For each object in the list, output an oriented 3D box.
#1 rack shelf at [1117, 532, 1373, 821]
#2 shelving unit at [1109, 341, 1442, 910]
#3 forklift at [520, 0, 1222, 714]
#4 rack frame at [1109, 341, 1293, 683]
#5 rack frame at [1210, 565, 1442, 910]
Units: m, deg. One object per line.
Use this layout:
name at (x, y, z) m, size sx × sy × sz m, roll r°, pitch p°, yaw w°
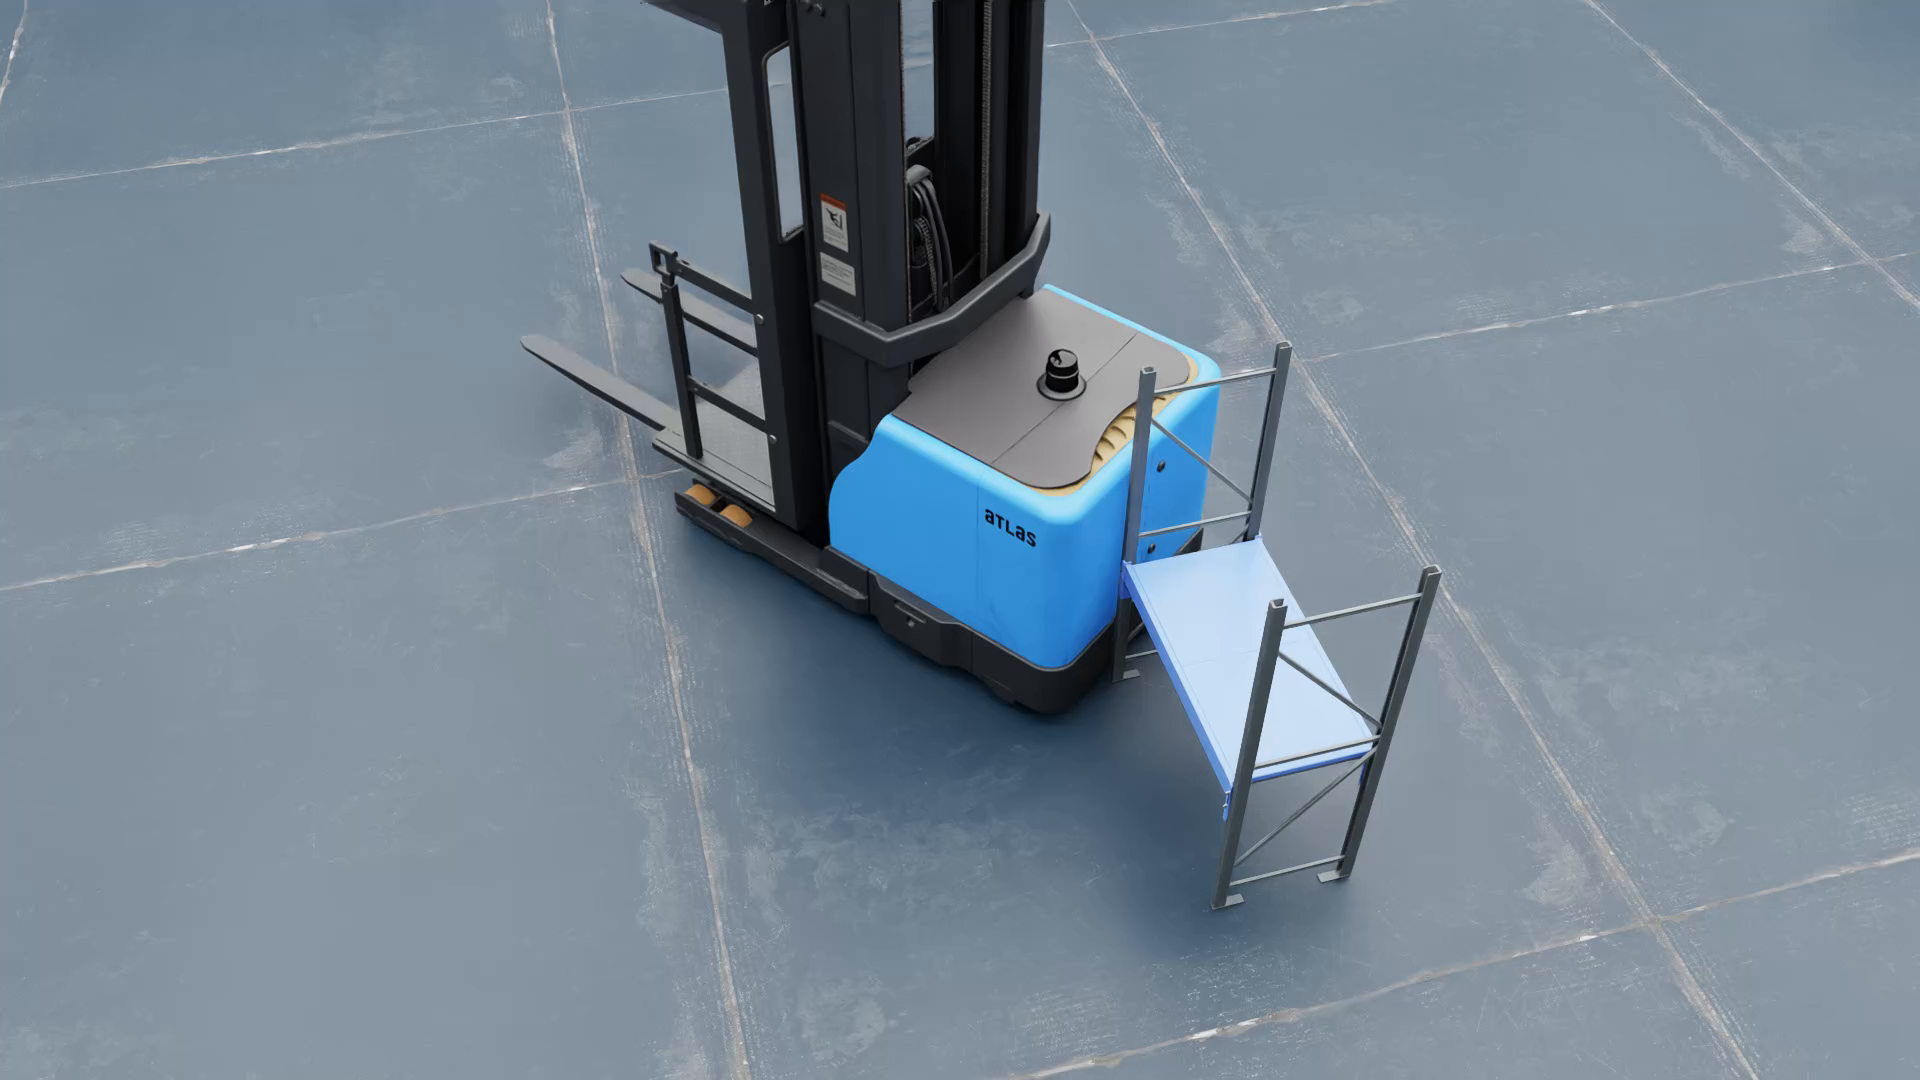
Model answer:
rack shelf at (0.943, 0.427, 5.534) m, size 0.538 × 0.185 × 1.000 m, roll -11°, pitch 47°, yaw -11°
shelving unit at (0.943, 0.301, 5.405) m, size 0.538 × 1.500 × 1.048 m, roll -11°, pitch 47°, yaw -11°
forklift at (-0.534, -1.273, 5.945) m, size 3.031 × 2.935 × 1.130 m, roll 29°, pitch 52°, yaw 25°
rack frame at (0.806, -0.049, 5.748) m, size 0.500 × 1.500 × 0.032 m, roll -11°, pitch 47°, yaw -11°
rack frame at (1.080, 0.650, 5.063) m, size 0.500 × 1.500 × 0.032 m, roll -11°, pitch 47°, yaw -11°
